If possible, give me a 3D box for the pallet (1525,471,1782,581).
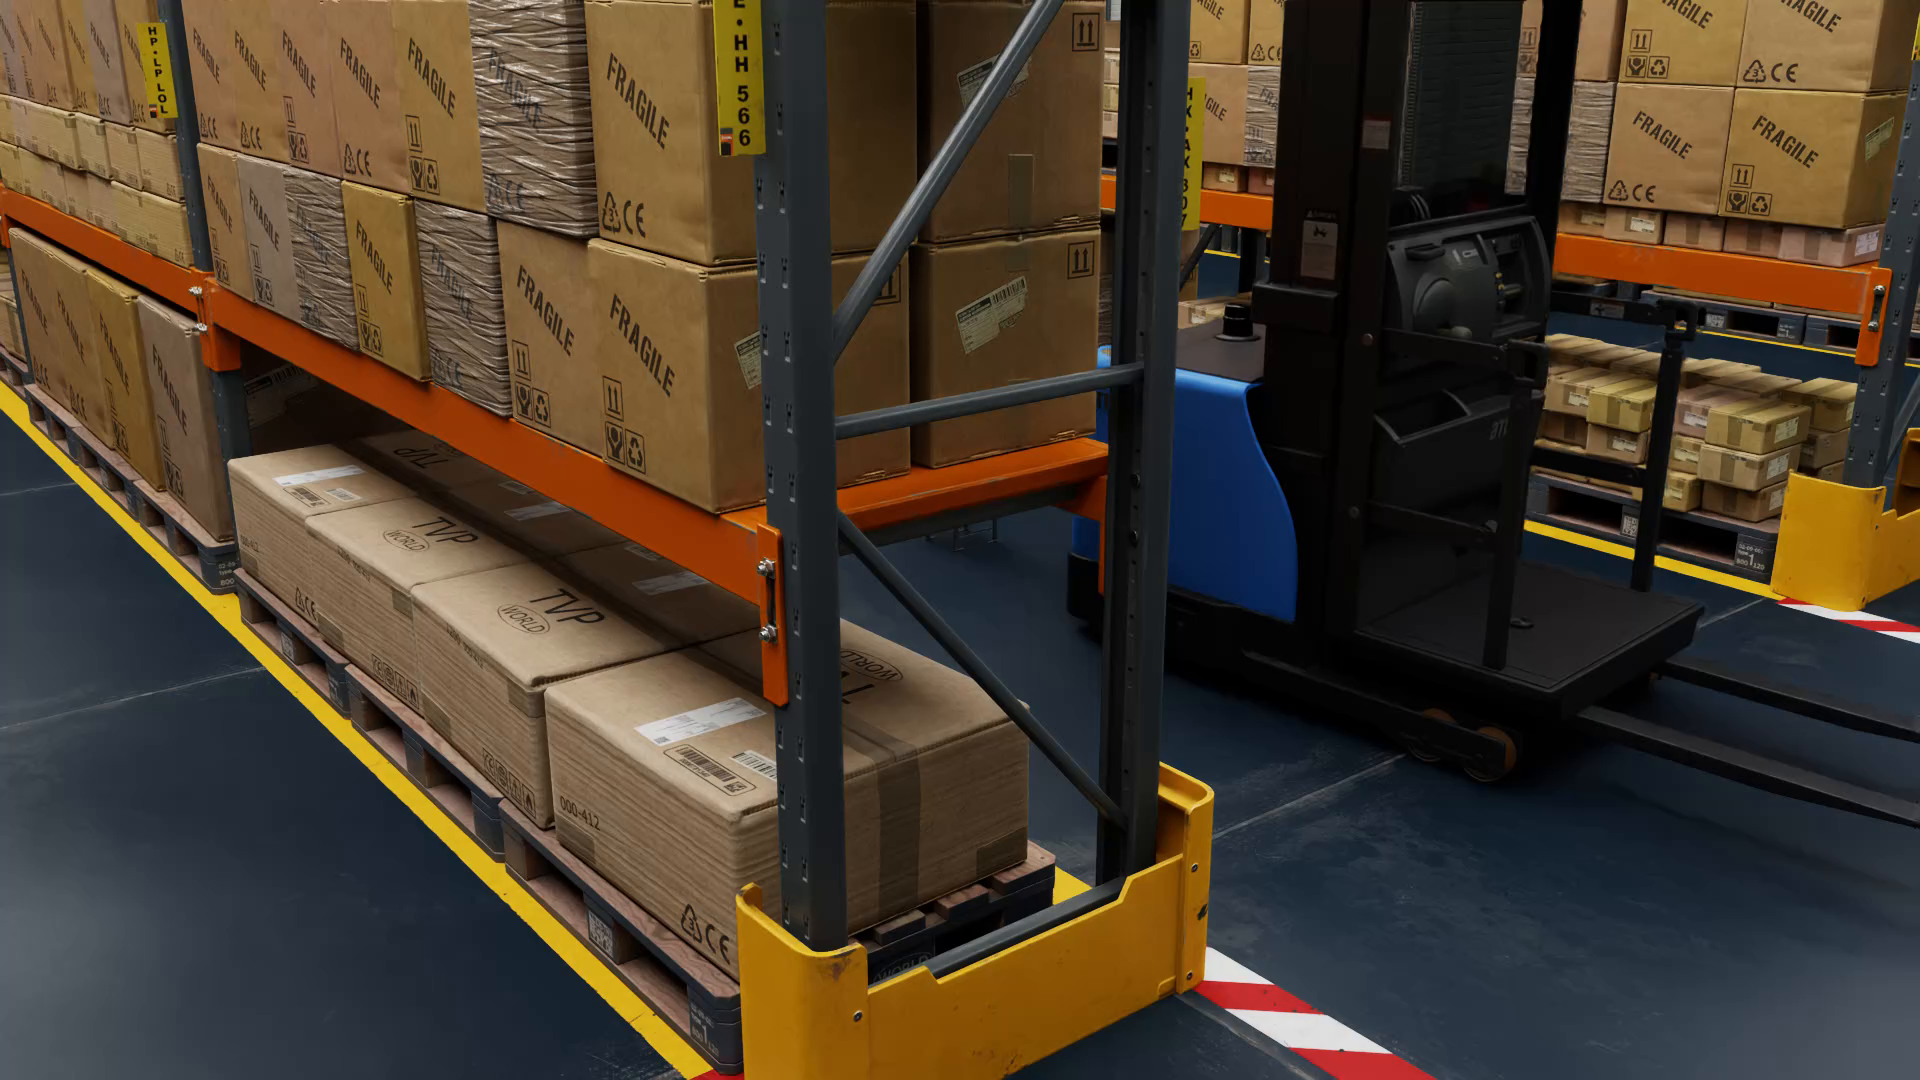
[{"bbox_3d":[3.345,-0.173,7.550,1.003,0.211,1.213,-14,23,-36],"label":"pallet"}]

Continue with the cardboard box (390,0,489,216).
[{"bbox_3d":[-1.087,-1.120,4.224,0.500,0.500,0.500,-14,23,-36],"label":"cardboard box"}]

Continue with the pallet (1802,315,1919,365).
[{"bbox_3d":[6.509,-1.373,11.172,1.003,0.211,1.213,-14,23,-36],"label":"pallet"}]

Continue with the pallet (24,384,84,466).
[{"bbox_3d":[-4.485,-0.719,9.197,1.003,0.211,1.213,-14,23,-36],"label":"pallet"}]

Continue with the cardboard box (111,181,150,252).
[{"bbox_3d":[-3.224,-1.382,7.002,0.500,0.250,0.500,-14,23,-37],"label":"cardboard box"}]

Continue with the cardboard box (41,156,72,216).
[{"bbox_3d":[-4.155,-1.757,8.135,0.500,0.250,0.500,-13,22,-34],"label":"cardboard box"}]

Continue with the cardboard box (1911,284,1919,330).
[{"bbox_3d":[6.795,-1.771,10.652,0.875,0.875,0.875,-14,23,-36],"label":"cardboard box"}]

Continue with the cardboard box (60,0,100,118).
[{"bbox_3d":[-3.533,-2.104,7.194,0.500,0.500,0.500,-13,22,-34],"label":"cardboard box"}]

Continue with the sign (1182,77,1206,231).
[{"bbox_3d":[0.490,-0.836,3.611,0.100,0.325,0.005,-14,23,-36],"label":"sign"}]

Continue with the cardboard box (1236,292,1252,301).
[{"bbox_3d":[1.810,-1.348,9.583,0.380,0.149,0.250,-13,22,-35],"label":"cardboard box"}]

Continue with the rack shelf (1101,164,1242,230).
[{"bbox_3d":[0.143,-2.408,11.007,1.077,0.370,4.000,-14,23,-36],"label":"rack shelf"}]

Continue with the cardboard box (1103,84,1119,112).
[{"bbox_3d":[0.983,-2.538,9.513,0.380,0.149,0.250,-13,22,-34],"label":"cardboard box"}]

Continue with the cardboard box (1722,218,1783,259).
[{"bbox_3d":[3.320,-1.246,6.752,0.380,0.149,0.250,-14,23,-36],"label":"cardboard box"}]

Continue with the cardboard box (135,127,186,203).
[{"bbox_3d":[-2.897,-1.493,6.543,0.500,0.250,0.500,-14,23,-36],"label":"cardboard box"}]

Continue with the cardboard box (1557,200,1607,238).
[{"bbox_3d":[2.835,-1.434,7.319,0.380,0.149,0.250,-15,24,-38],"label":"cardboard box"}]

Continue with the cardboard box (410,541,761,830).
[{"bbox_3d":[-1.012,0.370,4.882,0.875,0.438,0.875,-13,22,-35],"label":"cardboard box"}]

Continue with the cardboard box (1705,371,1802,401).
[{"bbox_3d":[3.544,-0.639,7.442,0.380,0.149,0.250,-13,23,-35],"label":"cardboard box"}]

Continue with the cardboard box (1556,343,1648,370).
[{"bbox_3d":[3.105,-0.842,8.053,0.380,0.149,0.250,-13,22,-34],"label":"cardboard box"}]

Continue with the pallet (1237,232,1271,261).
[{"bbox_3d":[3.283,-2.653,15.038,1.003,0.211,1.213,-14,23,-36],"label":"pallet"}]

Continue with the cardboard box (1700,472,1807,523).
[{"bbox_3d":[3.379,-0.206,7.080,0.380,0.149,0.250,-14,23,-35],"label":"cardboard box"}]

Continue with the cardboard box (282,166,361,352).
[{"bbox_3d":[-1.733,-0.898,5.143,0.500,0.500,0.500,-14,23,-36],"label":"cardboard box"}]

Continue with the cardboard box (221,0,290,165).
[{"bbox_3d":[-2.018,-1.498,5.364,0.500,0.500,0.500,-14,23,-37],"label":"cardboard box"}]

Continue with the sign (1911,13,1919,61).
[{"bbox_3d":[3.421,-1.867,5.886,0.100,0.325,0.005,-14,23,-36],"label":"sign"}]

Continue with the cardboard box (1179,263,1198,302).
[{"bbox_3d":[1.134,-1.503,10.439,0.500,0.500,0.500,-13,22,-34],"label":"cardboard box"}]

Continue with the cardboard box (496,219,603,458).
[{"bbox_3d":[-0.756,-0.521,4.006,0.500,0.500,0.500,-15,23,-37],"label":"cardboard box"}]

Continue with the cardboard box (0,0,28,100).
[{"bbox_3d":[-4.486,-2.484,8.342,0.500,0.500,0.500,-14,23,-36],"label":"cardboard box"}]

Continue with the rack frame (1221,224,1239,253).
[{"bbox_3d":[2.853,-4.186,15.231,1.000,3.000,0.127,-14,23,-36],"label":"rack frame"}]

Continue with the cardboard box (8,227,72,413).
[{"bbox_3d":[-4.552,-1.256,9.095,0.875,0.875,0.875,-14,23,-37],"label":"cardboard box"}]

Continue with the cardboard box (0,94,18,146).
[{"bbox_3d":[-4.795,-2.244,8.812,0.500,0.250,0.500,-14,23,-36],"label":"cardboard box"}]

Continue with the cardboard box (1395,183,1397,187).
[{"bbox_3d":[2.160,-1.689,8.091,0.380,0.149,0.250,-13,22,-34],"label":"cardboard box"}]

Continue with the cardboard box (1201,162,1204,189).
[{"bbox_3d":[1.305,-2.004,9.042,0.380,0.149,0.250,-13,22,-34],"label":"cardboard box"}]

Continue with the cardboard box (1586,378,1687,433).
[{"bbox_3d":[2.970,-0.593,7.301,0.380,0.149,0.250,-15,23,-37],"label":"cardboard box"}]

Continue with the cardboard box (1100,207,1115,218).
[{"bbox_3d":[0.801,-1.990,10.716,0.500,0.250,0.500,-13,22,-35],"label":"cardboard box"}]

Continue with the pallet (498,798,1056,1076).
[{"bbox_3d":[-0.507,0.862,4.424,1.003,0.211,1.213,-14,23,-36],"label":"pallet"}]

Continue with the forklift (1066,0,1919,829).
[{"bbox_3d":[1.790,-0.830,5.205,1.130,2.935,3.031,-17,25,-41],"label":"forklift"}]

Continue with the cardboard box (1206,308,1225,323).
[{"bbox_3d":[1.561,-1.180,9.076,0.380,0.149,0.250,-13,22,-33],"label":"cardboard box"}]

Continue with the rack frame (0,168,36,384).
[{"bbox_3d":[-4.916,-2.251,9.390,1.000,3.000,0.127,-14,23,-36],"label":"rack frame"}]

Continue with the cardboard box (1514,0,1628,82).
[{"bbox_3d":[2.745,-2.250,7.162,0.500,0.500,0.500,-13,22,-33],"label":"cardboard box"}]

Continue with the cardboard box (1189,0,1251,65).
[{"bbox_3d":[1.474,-2.761,8.707,0.500,0.500,0.500,-13,23,-35],"label":"cardboard box"}]

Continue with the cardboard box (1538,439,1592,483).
[{"bbox_3d":[2.879,-0.390,7.635,0.380,0.149,0.250,-14,23,-36],"label":"cardboard box"}]

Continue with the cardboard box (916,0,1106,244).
[{"bbox_3d":[-0.023,-0.976,3.789,0.500,0.500,0.500,-15,23,-37],"label":"cardboard box"}]

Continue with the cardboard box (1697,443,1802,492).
[{"bbox_3d":[3.317,-0.333,6.989,0.380,0.149,0.250,-15,23,-38],"label":"cardboard box"}]

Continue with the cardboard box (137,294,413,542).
[{"bbox_3d":[-2.880,-0.594,7.095,0.875,0.875,0.875,-13,22,-34],"label":"cardboard box"}]

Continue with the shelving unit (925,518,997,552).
[{"bbox_3d":[0.005,-0.425,7.215,0.258,0.900,0.210,-14,23,-36],"label":"shelving unit"}]

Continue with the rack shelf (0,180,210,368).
[{"bbox_3d":[-3.674,-1.417,8.015,1.077,0.370,4.000,-14,23,-36],"label":"rack shelf"}]

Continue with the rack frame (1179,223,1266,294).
[{"bbox_3d":[1.385,-2.257,9.406,1.000,3.000,0.127,-14,23,-36],"label":"rack frame"}]

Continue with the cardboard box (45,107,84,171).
[{"bbox_3d":[-3.870,-1.864,7.664,0.500,0.250,0.500,-13,23,-35],"label":"cardboard box"}]

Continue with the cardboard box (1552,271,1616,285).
[{"bbox_3d":[4.923,-2.544,12.987,1.225,0.875,0.875,-14,23,-36],"label":"cardboard box"}]

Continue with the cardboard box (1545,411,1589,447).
[{"bbox_3d":[2.907,-0.547,7.636,0.380,0.149,0.250,-14,23,-37],"label":"cardboard box"}]

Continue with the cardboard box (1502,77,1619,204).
[{"bbox_3d":[2.750,-1.771,7.308,0.500,0.500,0.500,-14,23,-36],"label":"cardboard box"}]

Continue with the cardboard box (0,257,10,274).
[{"bbox_3d":[-6.190,-1.713,11.275,0.950,0.372,0.625,-13,22,-34],"label":"cardboard box"}]

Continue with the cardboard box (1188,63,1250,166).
[{"bbox_3d":[1.495,-2.274,8.827,0.500,0.500,0.500,-14,23,-37],"label":"cardboard box"}]

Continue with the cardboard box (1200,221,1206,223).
[{"bbox_3d":[2.421,-3.369,16.042,0.700,0.500,0.500,-16,24,-39],"label":"cardboard box"}]
